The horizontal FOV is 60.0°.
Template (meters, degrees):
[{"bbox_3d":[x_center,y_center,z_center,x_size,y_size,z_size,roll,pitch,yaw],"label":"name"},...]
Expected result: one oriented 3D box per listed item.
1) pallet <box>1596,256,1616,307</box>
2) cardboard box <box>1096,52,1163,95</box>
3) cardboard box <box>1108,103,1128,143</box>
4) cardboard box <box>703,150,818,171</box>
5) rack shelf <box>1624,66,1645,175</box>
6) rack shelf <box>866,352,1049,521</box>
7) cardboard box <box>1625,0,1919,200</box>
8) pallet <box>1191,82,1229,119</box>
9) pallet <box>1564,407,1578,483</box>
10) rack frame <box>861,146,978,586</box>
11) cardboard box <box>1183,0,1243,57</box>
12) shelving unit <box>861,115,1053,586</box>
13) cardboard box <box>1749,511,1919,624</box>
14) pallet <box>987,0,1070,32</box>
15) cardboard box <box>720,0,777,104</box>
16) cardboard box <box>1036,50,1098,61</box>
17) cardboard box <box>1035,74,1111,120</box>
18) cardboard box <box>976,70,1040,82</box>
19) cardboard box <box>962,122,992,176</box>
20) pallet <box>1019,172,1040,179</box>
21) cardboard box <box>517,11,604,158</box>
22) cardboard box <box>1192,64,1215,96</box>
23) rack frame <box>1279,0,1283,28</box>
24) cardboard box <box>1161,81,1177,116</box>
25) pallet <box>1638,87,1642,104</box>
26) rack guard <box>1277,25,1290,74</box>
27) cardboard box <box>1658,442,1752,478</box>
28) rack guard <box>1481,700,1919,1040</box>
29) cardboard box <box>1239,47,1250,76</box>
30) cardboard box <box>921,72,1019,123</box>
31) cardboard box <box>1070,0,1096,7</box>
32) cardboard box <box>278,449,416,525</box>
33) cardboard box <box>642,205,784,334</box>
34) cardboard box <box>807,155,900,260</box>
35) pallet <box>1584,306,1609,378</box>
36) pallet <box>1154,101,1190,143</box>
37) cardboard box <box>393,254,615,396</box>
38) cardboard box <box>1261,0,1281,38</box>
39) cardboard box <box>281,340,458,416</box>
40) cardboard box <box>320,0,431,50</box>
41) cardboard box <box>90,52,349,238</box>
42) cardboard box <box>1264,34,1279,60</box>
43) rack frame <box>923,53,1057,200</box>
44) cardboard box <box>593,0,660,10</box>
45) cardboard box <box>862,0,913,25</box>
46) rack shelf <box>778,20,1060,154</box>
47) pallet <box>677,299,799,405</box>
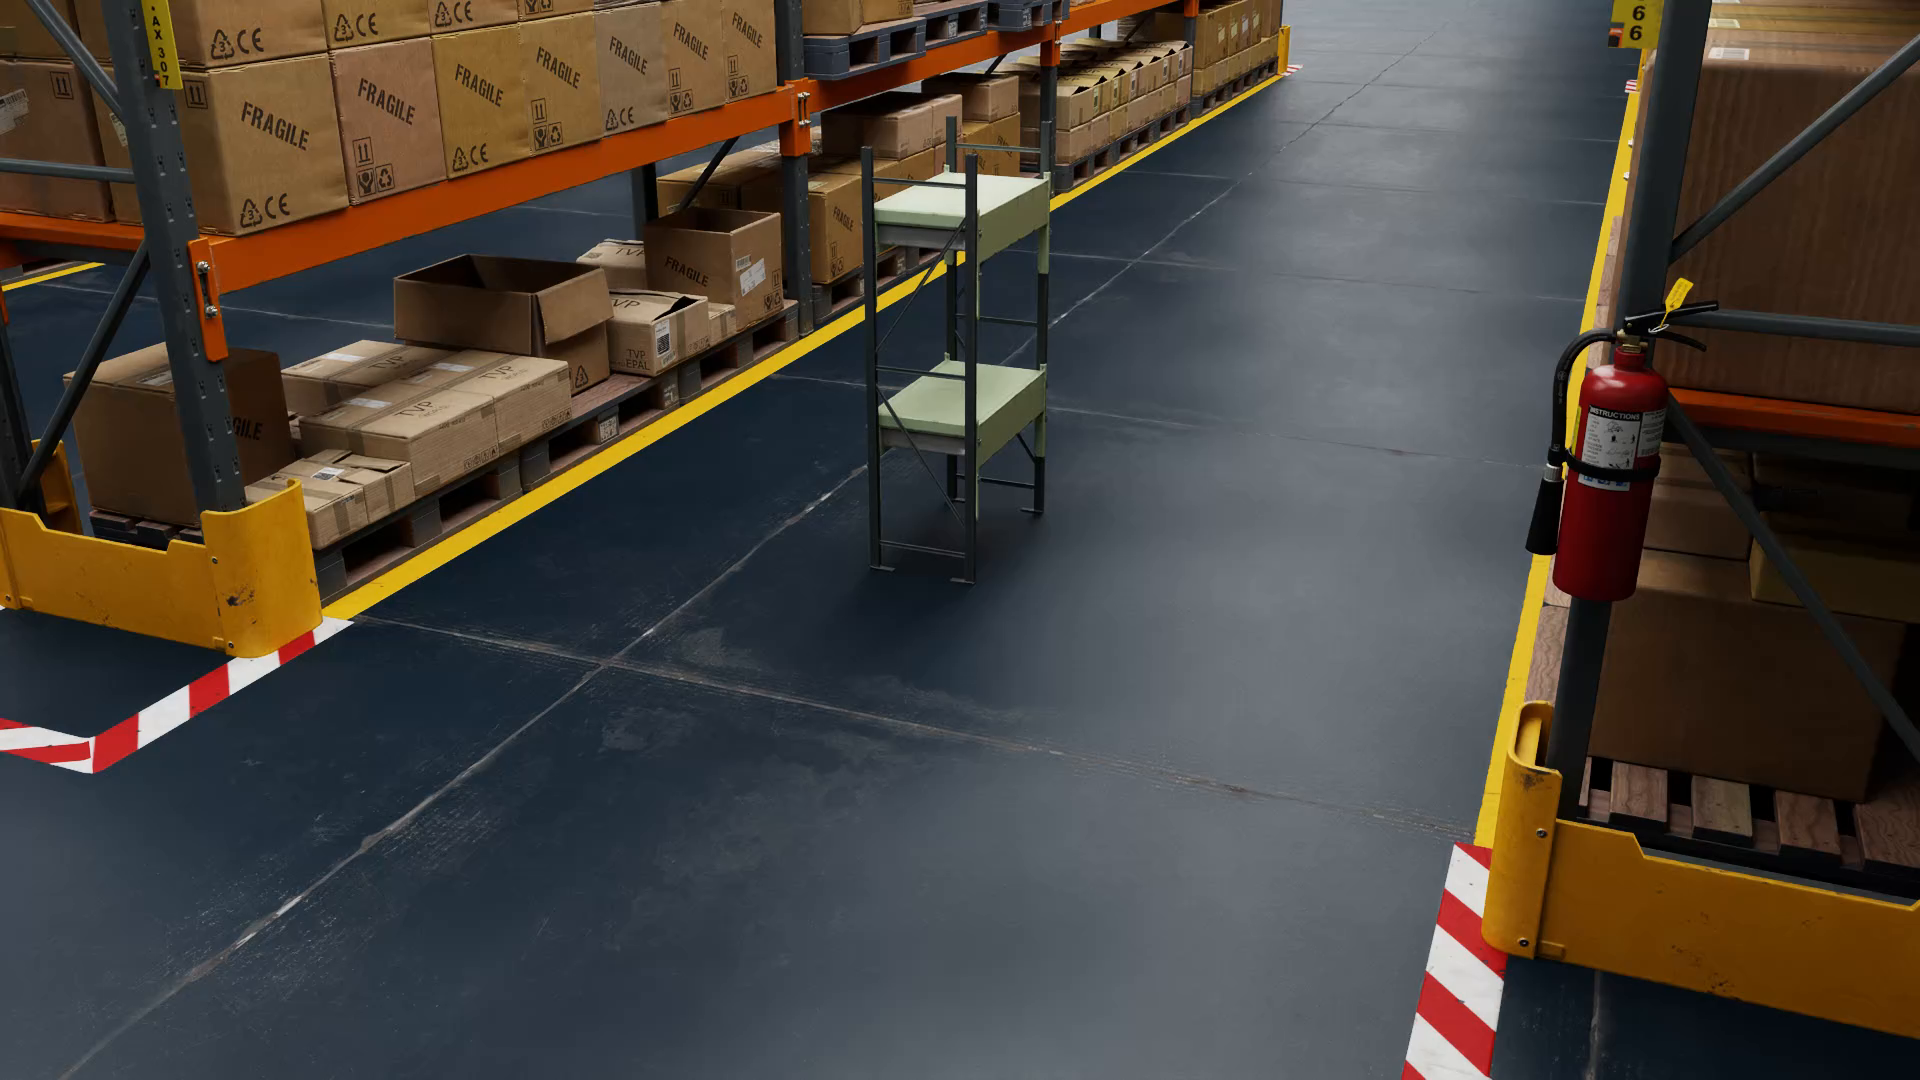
[{"bbox_3d":[3.999,-1.275,9.029,1.003,0.211,1.213,9,24,20],"label":"pallet"},{"bbox_3d":[1.442,-4.040,14.326,0.500,0.311,0.500,9,24,20],"label":"cardboard box"},{"bbox_3d":[1.056,-3.414,13.553,0.500,0.250,0.500,8,24,19],"label":"cardboard box"},{"bbox_3d":[-1.161,-1.988,9.789,0.500,0.500,0.500,9,24,20],"label":"cardboard box"},{"bbox_3d":[4.073,-2.221,8.608,1.077,0.370,4.000,9,24,20],"label":"rack shelf"},{"bbox_3d":[0.002,-0.394,6.092,0.431,0.370,0.720,9,24,20],"label":"rack shelf"},{"bbox_3d":[2.577,-1.261,4.989,0.980,0.700,0.700,8,24,17],"label":"cardboard box"},{"bbox_3d":[2.036,-4.400,16.509,1.003,0.211,1.213,9,24,20],"label":"pallet"},{"bbox_3d":[2.975,-0.289,6.669,1.003,0.211,1.213,9,24,20],"label":"pallet"},{"bbox_3d":[-0.133,-0.563,5.653,0.400,1.500,0.023,9,24,20],"label":"rack frame"},{"bbox_3d":[2.536,-5.158,16.756,0.500,0.500,0.500,9,24,20],"label":"cardboard box"},{"bbox_3d":[0.002,-0.694,5.967,0.431,1.500,0.755,9,24,20],"label":"shelving unit"},{"bbox_3d":[2.151,0.063,4.063,0.380,0.149,0.250,9,24,20],"label":"cardboard box"},{"bbox_3d":[0.029,-3.635,11.310,1.213,0.211,1.003,9,24,20],"label":"pallet"},{"bbox_3d":[-1.218,-2.375,7.915,0.500,0.500,0.500,9,24,21],"label":"cardboard box"},{"bbox_3d":[0.935,-4.116,14.506,0.500,0.311,0.500,8,24,18],"label":"cardboard box"},{"bbox_3d":[0.870,-3.495,13.020,0.500,0.311,0.500,8,24,19],"label":"cardboard box"},{"bbox_3d":[0.369,-3.570,13.199,0.500,0.311,0.500,8,24,19],"label":"cardboard box"},{"bbox_3d":[-0.106,-2.472,10.950,0.500,0.500,0.500,8,24,18],"label":"cardboard box"},{"bbox_3d":[-0.097,-2.428,11.789,1.003,0.211,1.213,9,24,20],"label":"pallet"},{"bbox_3d":[-1.783,-1.824,6.595,0.500,0.500,0.500,9,24,21],"label":"cardboard box"},{"bbox_3d":[2.155,-4.455,16.047,0.500,0.250,0.500,9,24,20],"label":"cardboard box"},{"bbox_3d":[3.187,-6.839,18.731,1.000,3.000,0.127,9,24,20],"label":"rack frame"},{"bbox_3d":[1.627,-3.962,14.866,0.500,0.250,0.500,8,24,19],"label":"cardboard box"},{"bbox_3d":[6.970,-4.097,15.784,1.003,0.211,1.213,9,24,20],"label":"pallet"},{"bbox_3d":[3.196,-5.694,19.234,1.175,0.500,0.348,9,24,20],"label":"rack guard"},{"bbox_3d":[1.985,-0.174,4.631,0.380,0.149,0.250,9,24,21],"label":"cardboard box"},{"bbox_3d":[1.836,0.756,3.790,1.175,0.500,0.348,9,24,20],"label":"rack guard"},{"bbox_3d":[2.716,-4.991,17.331,0.500,0.250,0.500,9,24,20],"label":"cardboard box"},{"bbox_3d":[0.069,-2.983,11.199,0.500,0.250,0.500,10,25,22],"label":"cardboard box"},{"bbox_3d":[0.728,-4.228,12.595,0.500,0.311,0.500,8,24,19],"label":"cardboard box"},{"bbox_3d":[-2.188,-0.199,5.940,0.380,0.166,0.250,9,24,20],"label":"cardboard box"},{"bbox_3d":[-1.218,-1.350,8.262,0.500,0.500,0.500,9,24,20],"label":"cardboard box"},{"bbox_3d":[-0.676,-1.925,9.640,0.500,0.500,0.500,9,24,21],"label":"cardboard box"},{"bbox_3d":[3.547,-0.837,7.980,1.003,0.211,1.213,9,24,20],"label":"pallet"},{"bbox_3d":[1.464,-3.852,15.197,1.003,0.211,1.213,9,24,20],"label":"pallet"},{"bbox_3d":[-1.963,-0.923,7.236,0.797,0.503,0.637,9,24,20],"label":"cardboard box"},{"bbox_3d":[3.264,-5.876,18.475,0.500,0.500,0.500,9,24,20],"label":"cardboard box"},{"bbox_3d":[-2.402,-0.613,6.823,0.500,0.250,0.500,9,24,20],"label":"cardboard box"},{"bbox_3d":[-2.159,-1.930,5.552,0.500,0.500,0.500,9,24,21],"label":"cardboard box"},{"bbox_3d":[-2.346,-1.281,5.294,0.500,0.500,0.500,9,24,21],"label":"cardboard box"},{"bbox_3d":[3.262,-5.530,18.620,0.500,0.250,0.500,9,24,20],"label":"cardboard box"},{"bbox_3d":[0.216,-3.976,11.878,1.000,3.000,0.127,9,24,20],"label":"rack frame"},{"bbox_3d":[-1.593,-2.470,6.845,0.500,0.500,0.500,9,24,20],"label":"cardboard box"},{"bbox_3d":[-0.690,-3.177,9.291,0.700,0.500,0.500,13,26,28],"label":"cardboard box"},{"bbox_3d":[-0.527,-2.929,10.303,1.077,0.370,4.000,9,24,20],"label":"rack shelf"},{"bbox_3d":[-1.526,-1.012,8.400,1.003,0.211,1.213,9,24,20],"label":"pallet"}]
